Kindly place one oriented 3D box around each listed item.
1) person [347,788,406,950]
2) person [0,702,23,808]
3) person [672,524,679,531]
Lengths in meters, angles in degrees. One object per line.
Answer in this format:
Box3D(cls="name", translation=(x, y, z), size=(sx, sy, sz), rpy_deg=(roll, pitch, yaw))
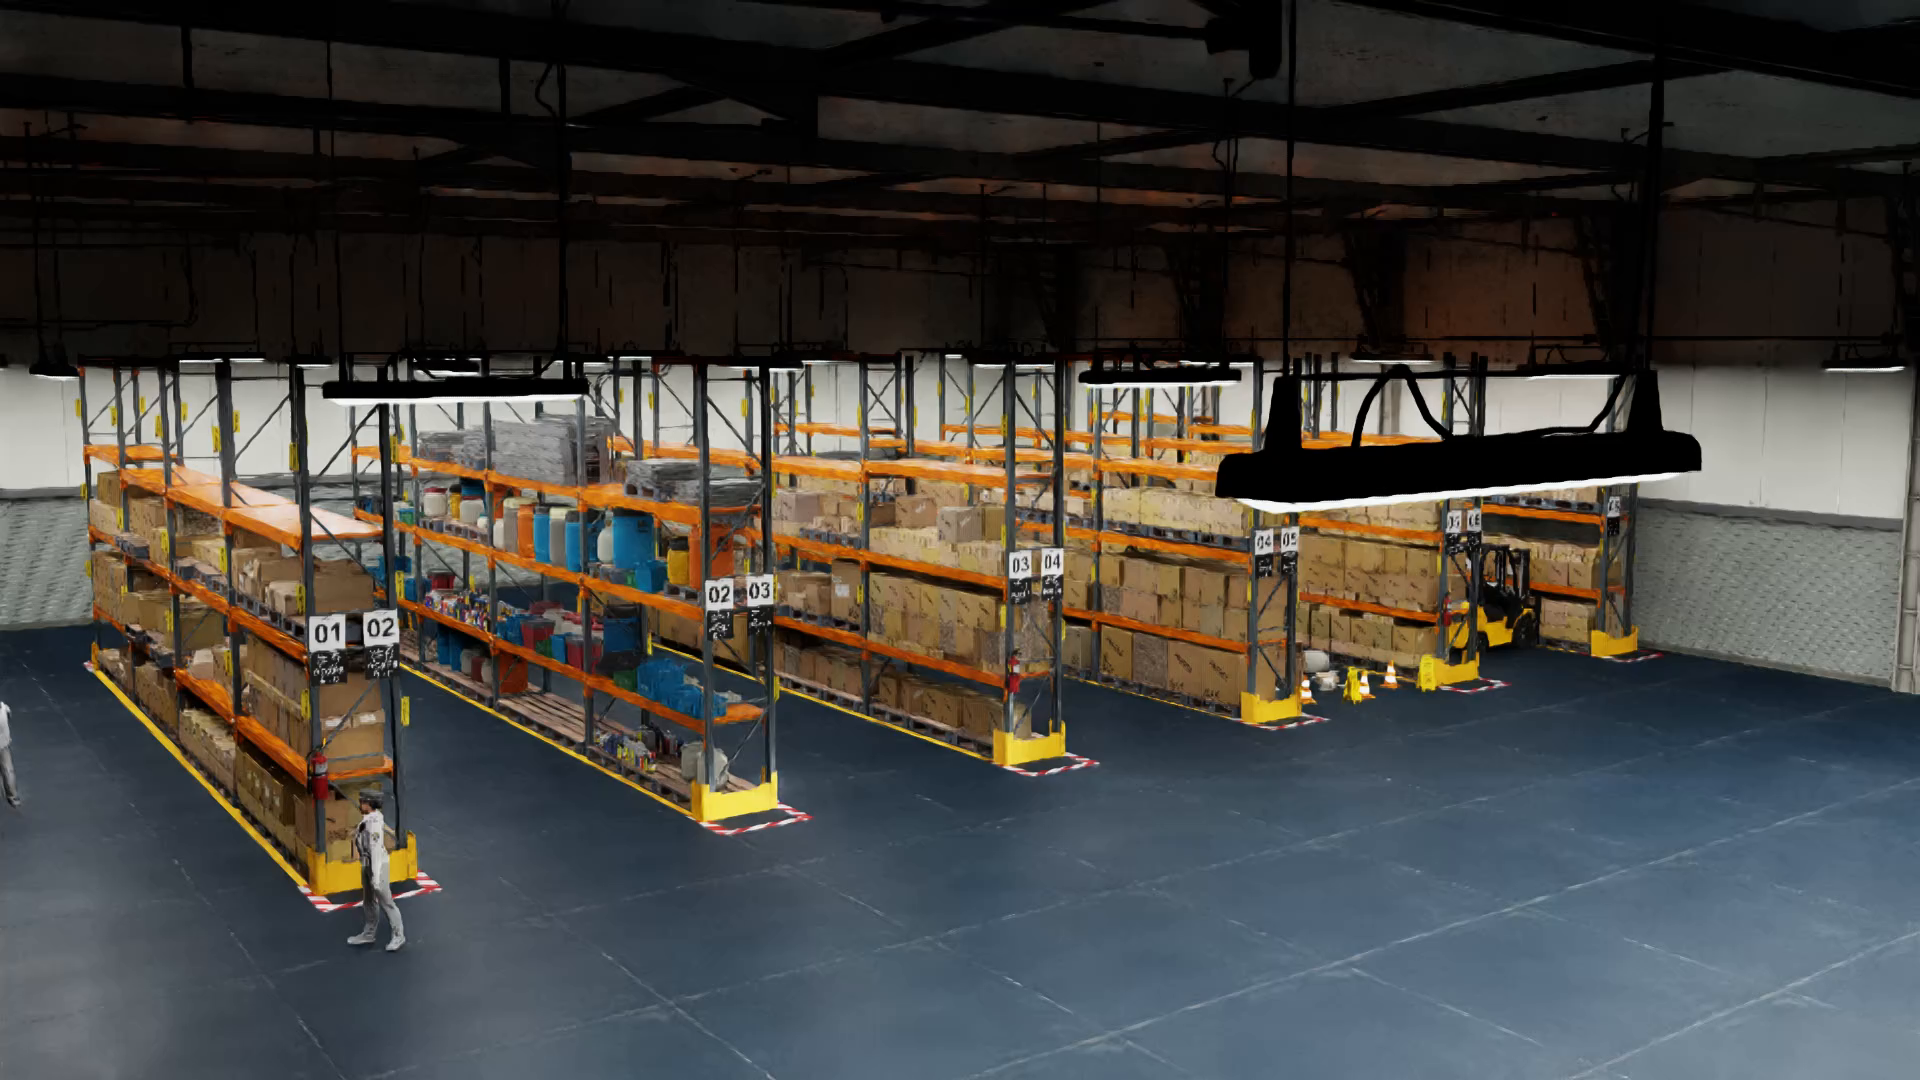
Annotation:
Box3D(cls="person", translation=(-6.125, 3.401, 17.340), size=(0.551, 1.662, 0.656), rpy_deg=(-3, 8, -26))
Box3D(cls="person", translation=(-13.055, 2.762, 22.424), size=(0.564, 1.699, 1.088), rpy_deg=(-7, 10, -44))
Box3D(cls="person", translation=(-7.094, 0.447, 41.449), size=(0.588, 1.700, 1.193), rpy_deg=(-5, 9, -37))
